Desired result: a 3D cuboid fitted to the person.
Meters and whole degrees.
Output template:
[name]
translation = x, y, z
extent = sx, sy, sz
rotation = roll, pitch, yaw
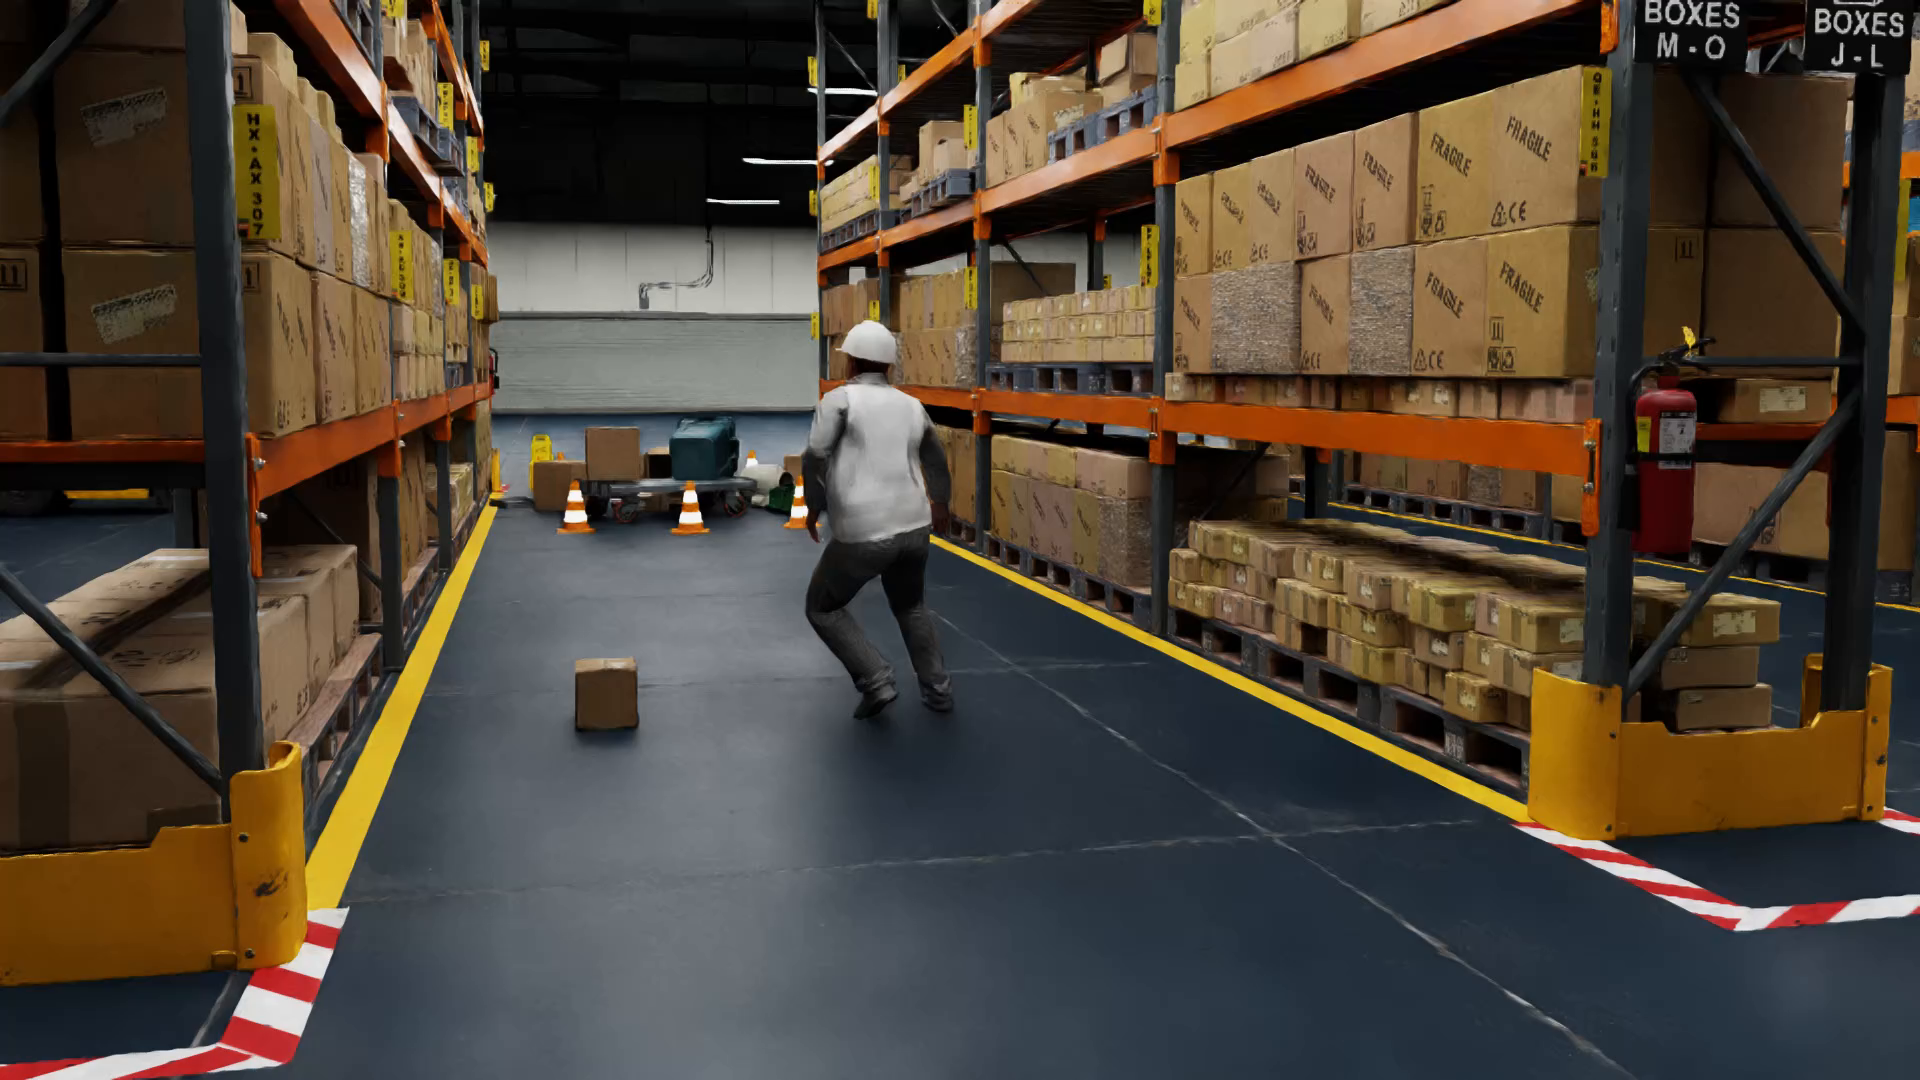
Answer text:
[person]
translation = -0.316, -0.060, 7.002
extent = 0.911, 1.710, 0.517
rotation = -5, 8, -41
